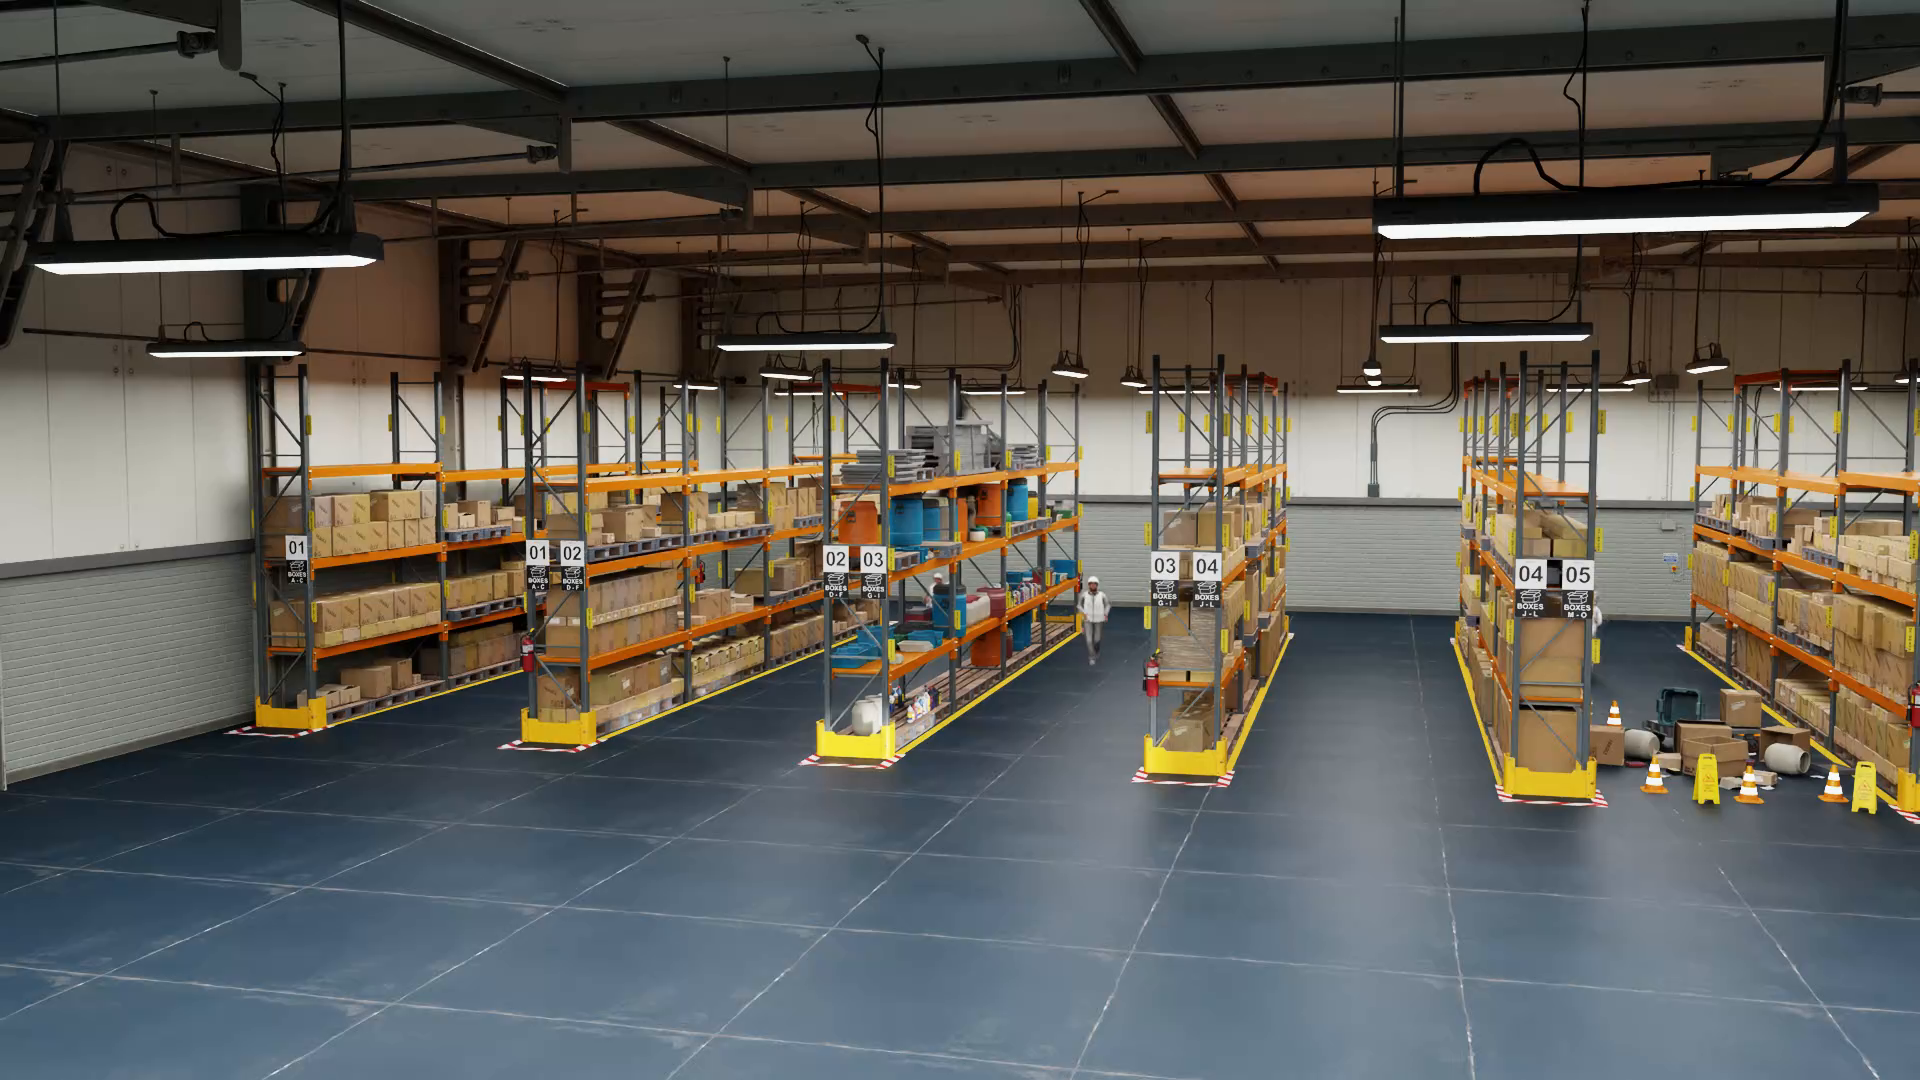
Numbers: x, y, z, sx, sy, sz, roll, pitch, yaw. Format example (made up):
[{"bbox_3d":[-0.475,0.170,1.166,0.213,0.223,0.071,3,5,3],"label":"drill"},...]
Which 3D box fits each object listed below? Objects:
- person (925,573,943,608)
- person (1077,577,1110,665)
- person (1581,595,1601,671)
[{"bbox_3d":[-0.483,1.606,36.737,0.681,1.758,0.778,1,4,16],"label":"person"},{"bbox_3d":[2.630,1.594,32.795,0.661,1.739,0.523,0,4,6],"label":"person"},{"bbox_3d":[12.617,1.864,33.529,0.592,1.646,0.632,1,4,9],"label":"person"}]
